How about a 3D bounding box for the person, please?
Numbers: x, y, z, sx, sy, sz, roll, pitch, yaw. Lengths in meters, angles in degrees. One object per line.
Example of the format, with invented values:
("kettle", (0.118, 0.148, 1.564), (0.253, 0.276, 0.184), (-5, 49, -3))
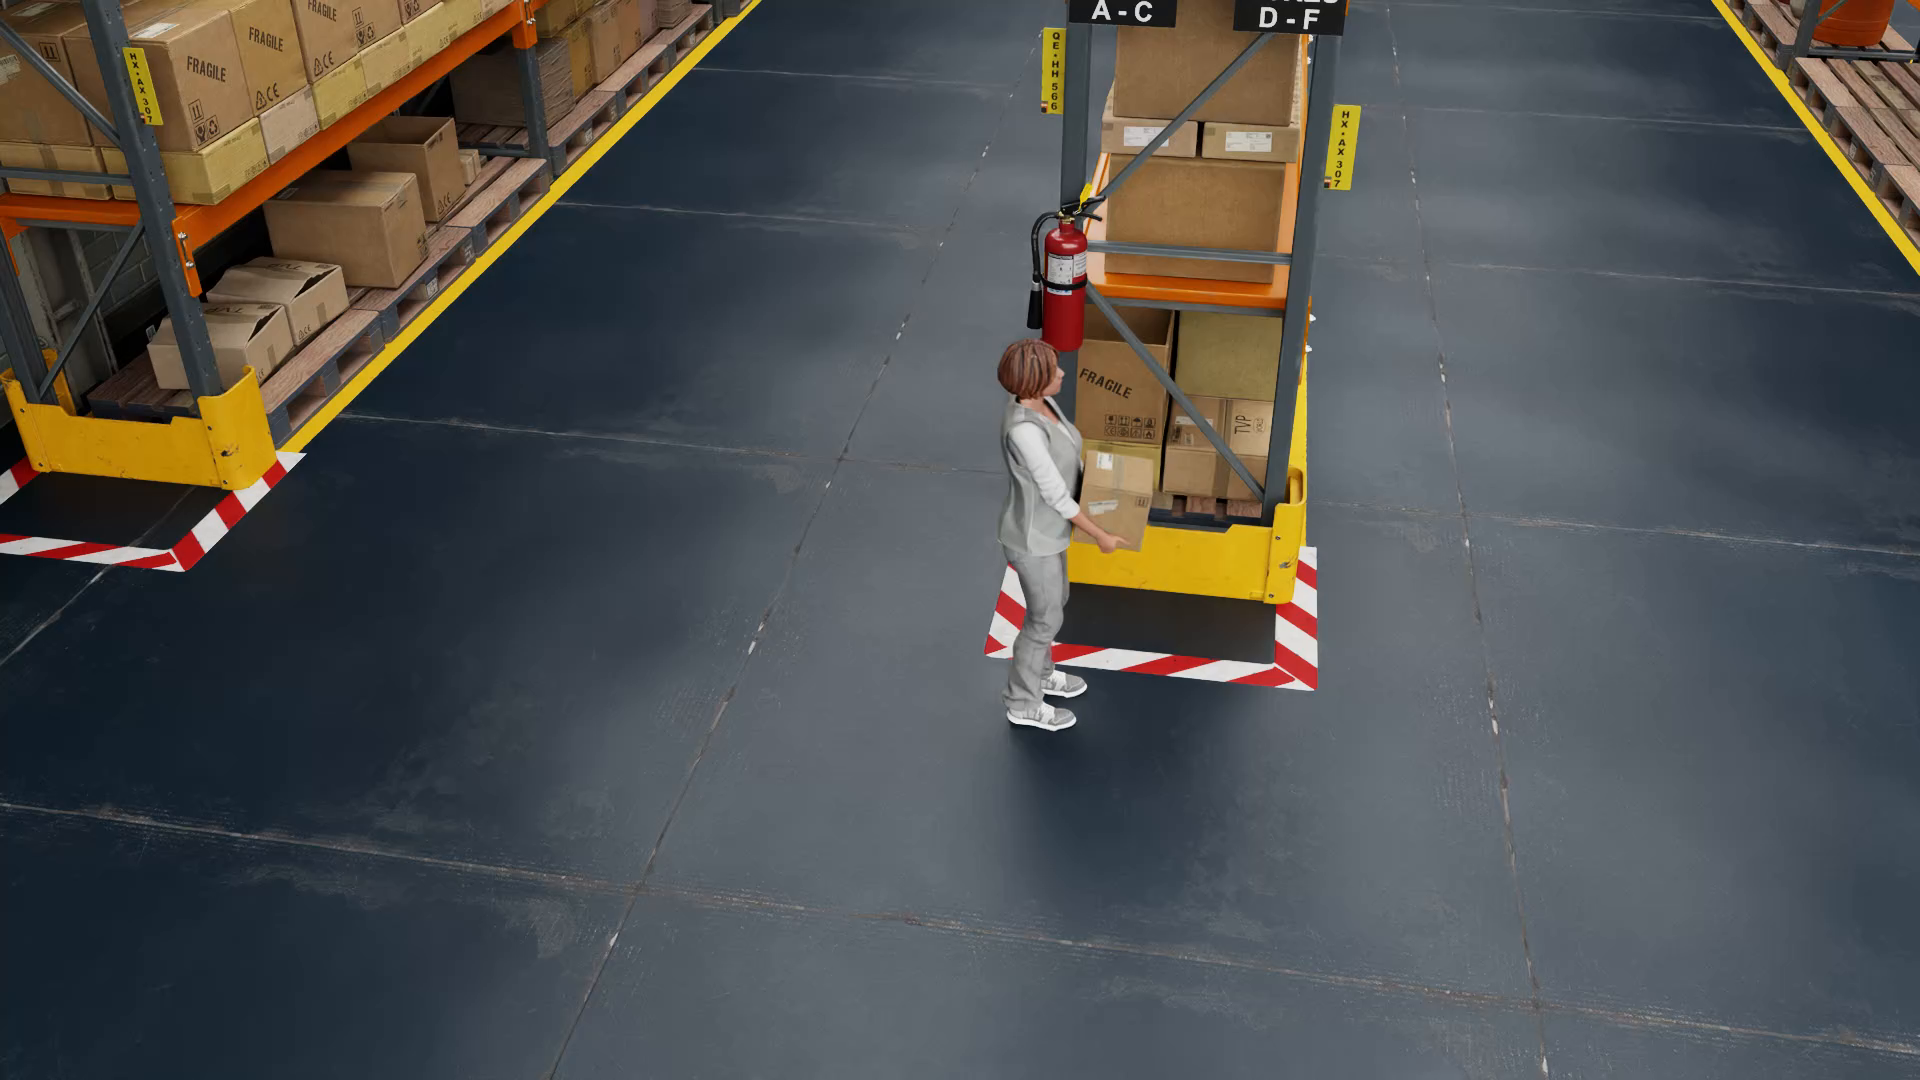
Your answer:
("person", (0.381, -0.011, 6.170), (0.497, 1.590, 0.404), (4, 33, 6))
